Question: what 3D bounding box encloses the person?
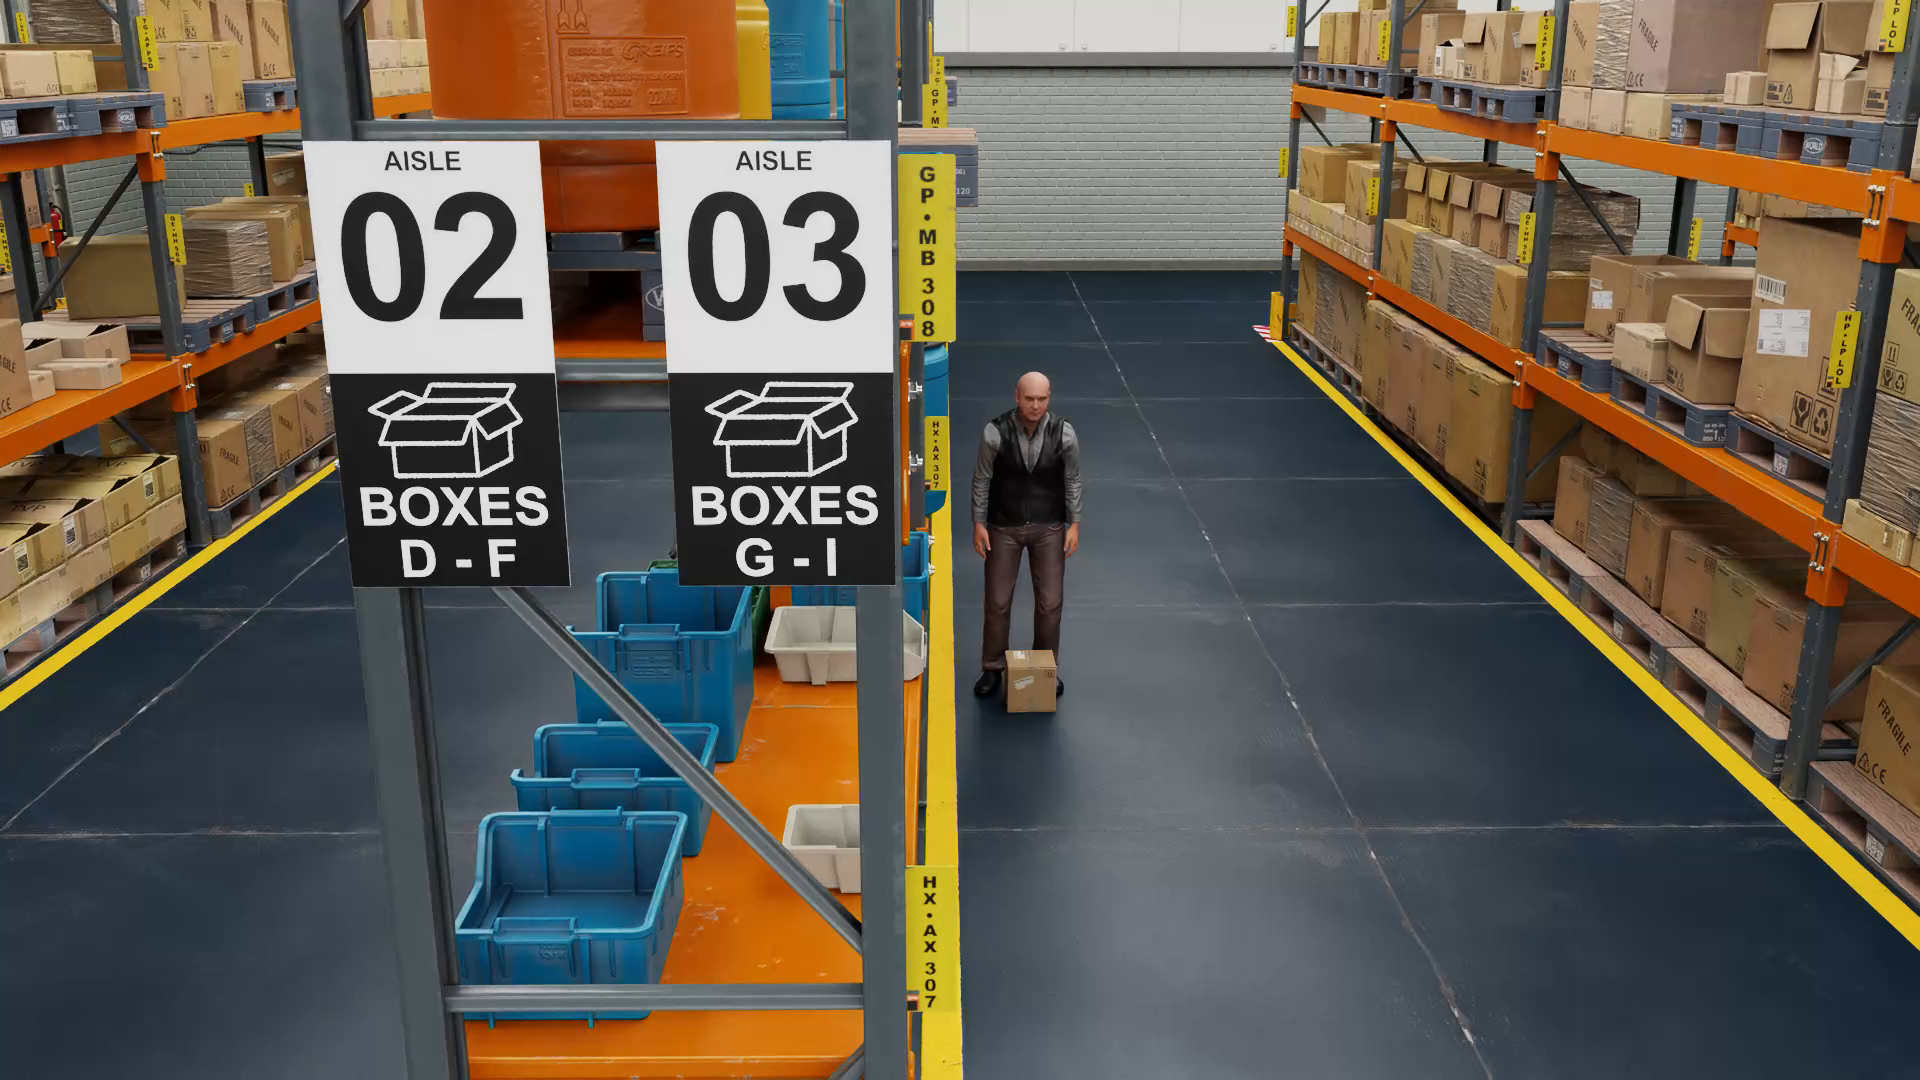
[{"bbox_3d":[0.347,-0.049,8.747,0.581,1.720,0.417,-1,17,-3],"label":"person"}]
